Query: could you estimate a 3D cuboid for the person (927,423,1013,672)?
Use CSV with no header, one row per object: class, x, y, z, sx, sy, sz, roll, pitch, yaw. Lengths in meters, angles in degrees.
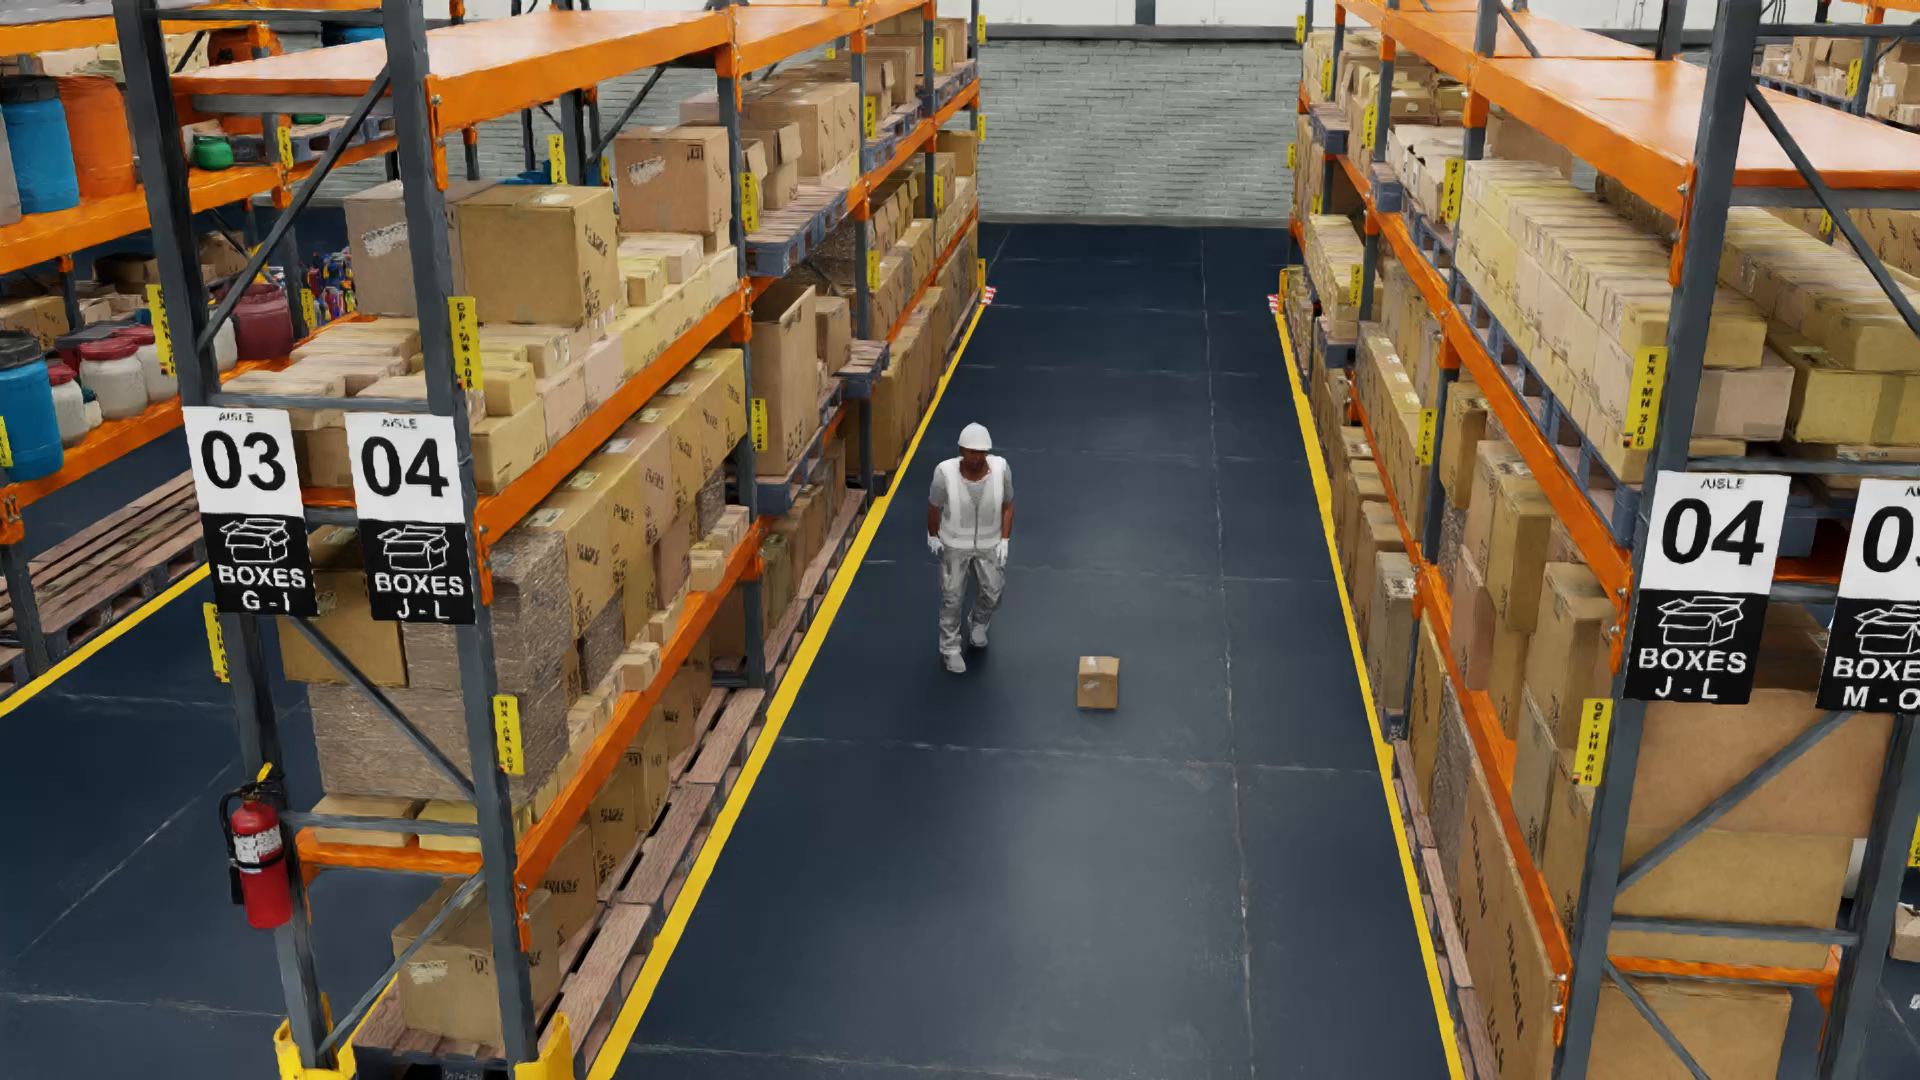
person,0.065,0.022,11.030,0.556,1.756,0.680,-5,21,-12
